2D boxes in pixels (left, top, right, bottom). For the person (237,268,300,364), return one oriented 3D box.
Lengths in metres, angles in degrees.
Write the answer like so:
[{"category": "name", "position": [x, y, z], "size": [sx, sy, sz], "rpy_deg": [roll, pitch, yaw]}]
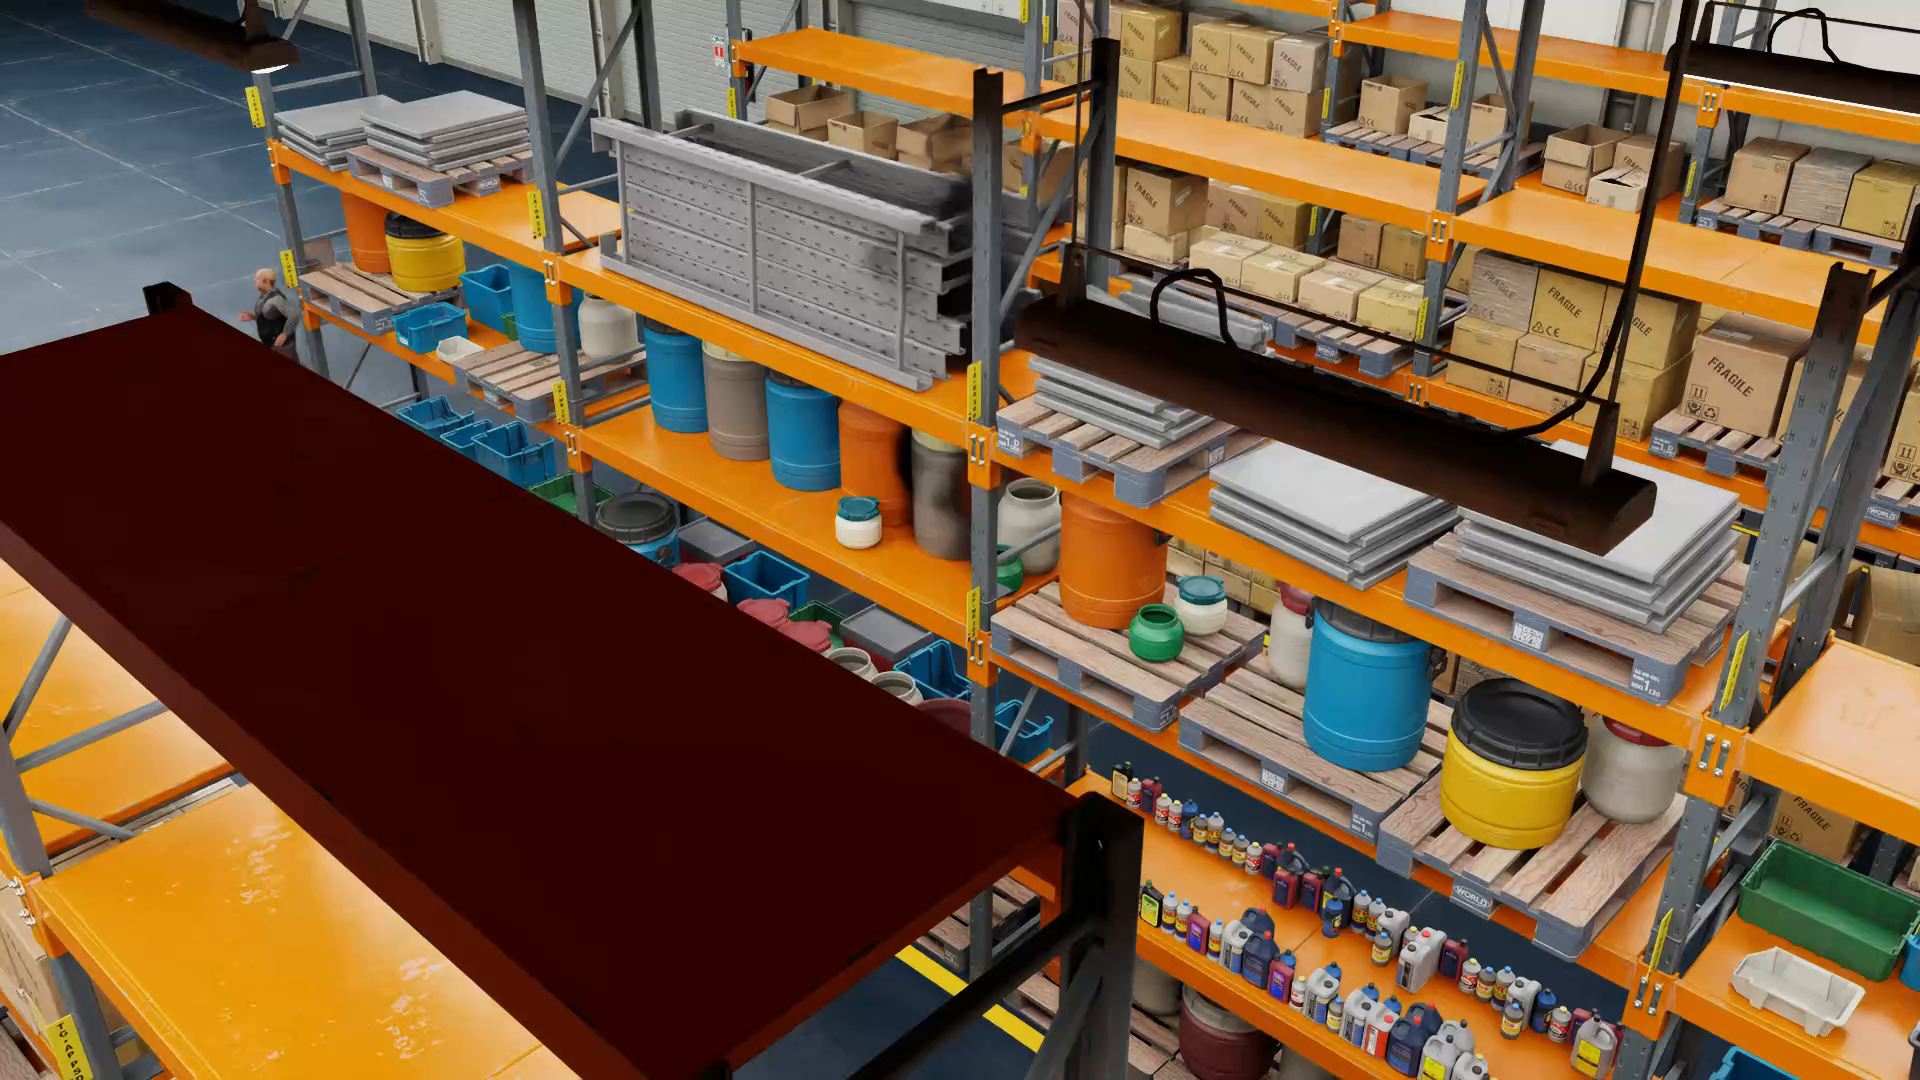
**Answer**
[{"category": "person", "position": [-7.448, -2.128, 18.275], "size": [0.801, 1.784, 0.643], "rpy_deg": [-9, 31, -16]}]
